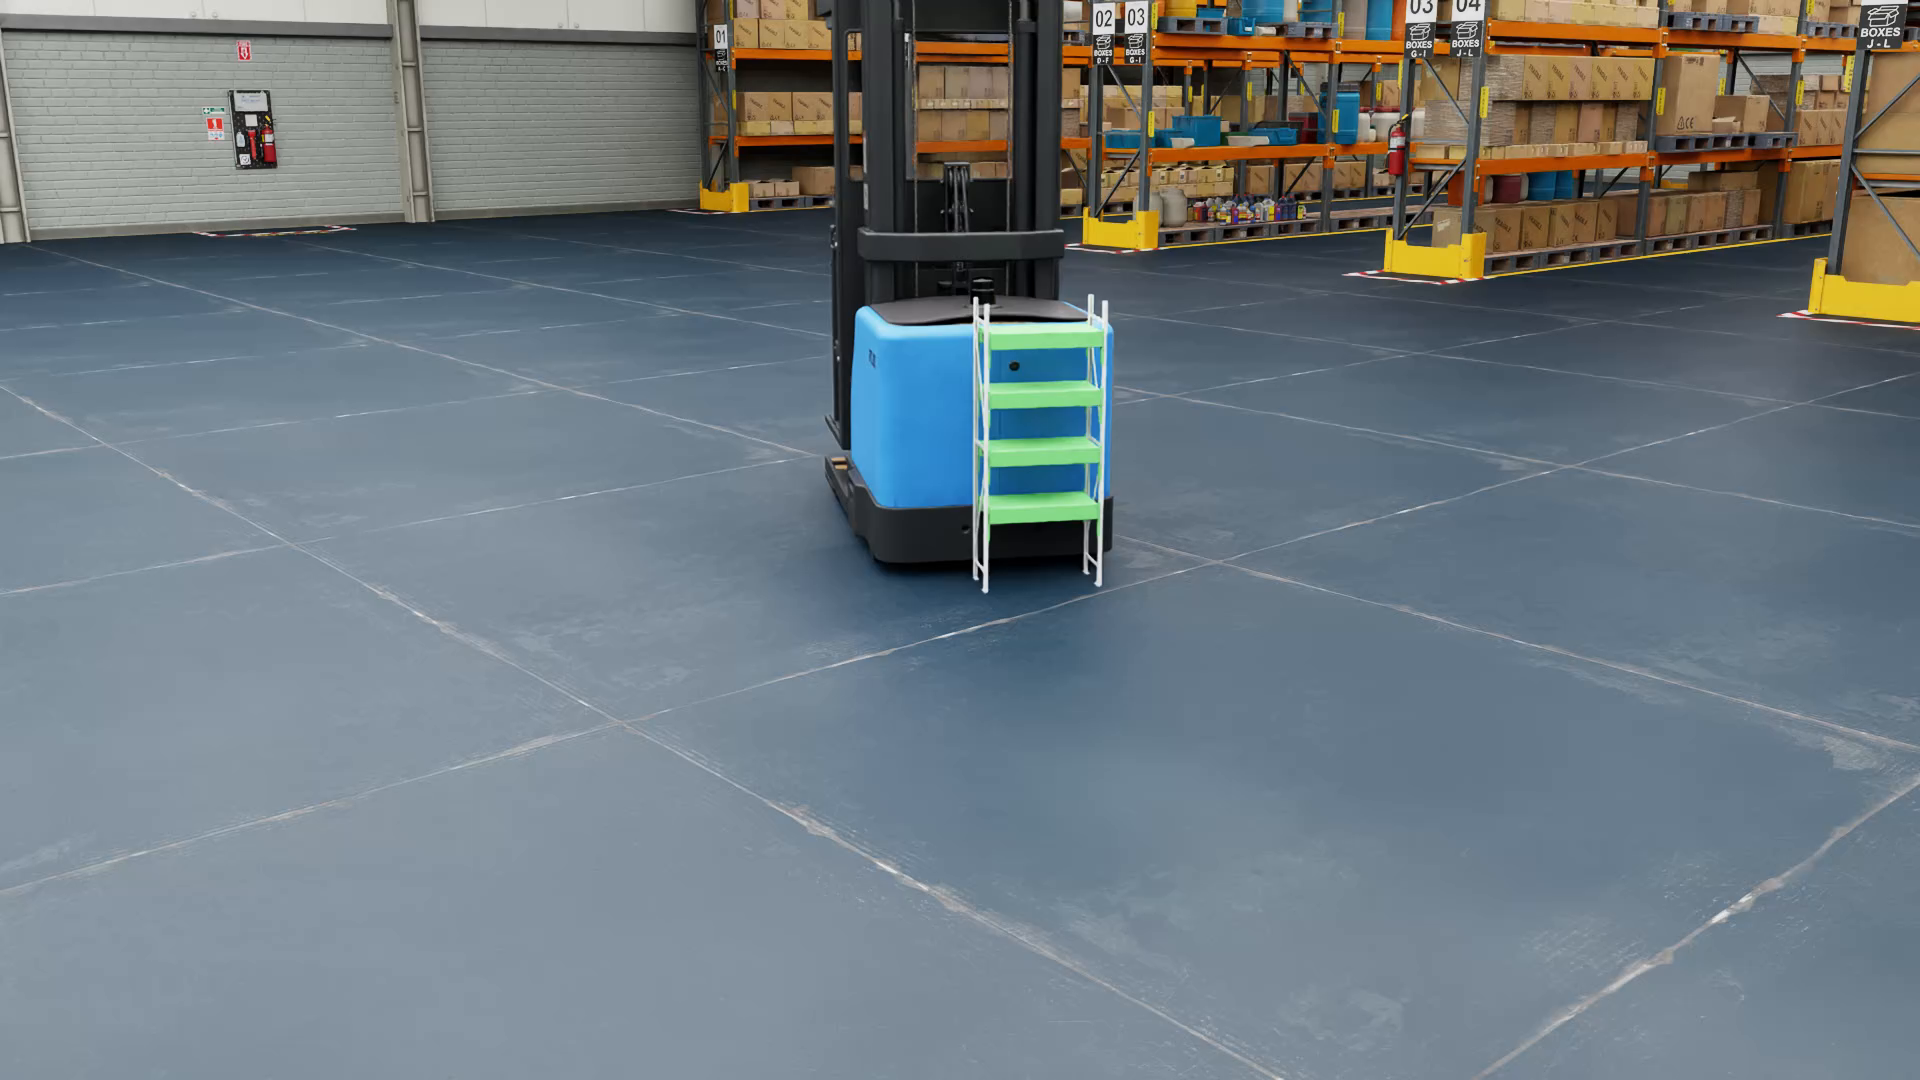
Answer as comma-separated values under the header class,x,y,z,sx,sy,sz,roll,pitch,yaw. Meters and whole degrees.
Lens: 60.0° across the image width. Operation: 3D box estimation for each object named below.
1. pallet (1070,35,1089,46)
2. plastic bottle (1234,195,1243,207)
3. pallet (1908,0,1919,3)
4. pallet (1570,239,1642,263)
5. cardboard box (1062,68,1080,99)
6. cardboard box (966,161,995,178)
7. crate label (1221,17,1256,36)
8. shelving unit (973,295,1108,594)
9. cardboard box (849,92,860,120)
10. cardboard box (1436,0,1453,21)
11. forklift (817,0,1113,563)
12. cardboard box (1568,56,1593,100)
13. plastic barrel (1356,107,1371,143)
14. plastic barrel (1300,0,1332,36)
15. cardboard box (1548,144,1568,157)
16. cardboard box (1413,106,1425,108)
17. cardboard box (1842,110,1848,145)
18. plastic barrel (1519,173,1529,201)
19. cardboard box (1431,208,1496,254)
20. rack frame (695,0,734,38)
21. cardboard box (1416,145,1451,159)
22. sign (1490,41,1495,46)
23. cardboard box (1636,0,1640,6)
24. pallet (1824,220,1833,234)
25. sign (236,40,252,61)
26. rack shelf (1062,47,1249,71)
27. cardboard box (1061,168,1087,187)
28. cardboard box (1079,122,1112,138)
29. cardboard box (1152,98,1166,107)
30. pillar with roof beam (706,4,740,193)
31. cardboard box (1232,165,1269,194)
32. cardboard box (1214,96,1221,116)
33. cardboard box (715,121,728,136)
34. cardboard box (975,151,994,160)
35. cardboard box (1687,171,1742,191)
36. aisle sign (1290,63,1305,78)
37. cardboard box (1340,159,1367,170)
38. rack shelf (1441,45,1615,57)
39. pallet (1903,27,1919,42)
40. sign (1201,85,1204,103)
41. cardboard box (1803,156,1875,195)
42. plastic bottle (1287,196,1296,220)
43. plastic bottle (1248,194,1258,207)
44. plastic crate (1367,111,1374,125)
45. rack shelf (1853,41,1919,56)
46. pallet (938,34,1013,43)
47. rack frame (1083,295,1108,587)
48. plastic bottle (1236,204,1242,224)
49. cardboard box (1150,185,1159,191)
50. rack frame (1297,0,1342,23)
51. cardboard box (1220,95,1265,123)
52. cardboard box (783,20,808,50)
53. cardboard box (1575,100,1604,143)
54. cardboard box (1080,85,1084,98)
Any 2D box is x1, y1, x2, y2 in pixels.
class,x,y,z,sx,sy,sz,roll,pitch,yaw
pallet,2.604,-8.641,28.843,1.217,0.209,0.805,-14,20,-42
plastic bottle,4.172,-5.012,24.980,0.185,0.351,0.144,-14,20,-42
pallet,9.162,-5.076,15.301,1.213,0.211,1.003,-13,19,-39
pallet,7.964,-3.735,21.323,1.213,0.211,1.003,-13,19,-39
cardboard box,1.617,-7.730,28.171,0.500,0.500,0.700,-13,19,-39
cardboard box,0.225,-5.911,27.127,0.500,0.500,0.500,-13,19,-39
crate label,3.807,-7.119,23.066,0.408,0.251,0.502,-13,19,-39
shelving unit,0.326,-0.400,6.921,0.503,1.200,0.258,-3,15,-11
cardboard box,-2.221,-8.086,31.008,0.500,0.500,0.500,-13,20,-41
cardboard box,5.627,-6.033,19.001,0.500,0.250,0.500,-12,19,-38
forklift,-0.103,-1.651,8.251,1.130,2.935,3.031,-3,15,-10
cardboard box,7.155,-5.494,19.799,0.500,0.500,0.500,-13,19,-39
plastic barrel,6.062,-6.352,25.454,0.433,0.535,0.433,0,15,0
plastic barrel,5.437,-7.987,25.053,0.708,0.901,0.600,-13,19,-39
cardboard box,6.997,-4.641,19.798,0.250,0.149,0.380,-13,19,-39
cardboard box,9.309,-8.740,34.465,0.500,0.500,0.500,-13,20,-40
cardboard box,13.160,-6.217,25.020,0.500,0.500,0.500,-13,19,-39
plastic barrel,9.791,-6.236,29.290,0.421,0.512,0.421,0,15,0
cardboard box,5.912,-3.623,19.530,0.500,0.500,0.500,-9,17,-29
rack frame,-4.325,-10.316,28.934,0.127,3.000,1.000,-13,19,-39
cardboard box,5.509,-4.492,19.241,0.250,0.149,0.380,-13,19,-39
sign,8.580,-8.137,26.791,0.005,0.325,0.100,-13,19,-39
cardboard box,8.130,-6.633,20.476,0.250,0.149,0.380,-12,19,-39
pallet,13.029,-4.857,25.526,1.213,0.211,1.003,-13,19,-39
sign,-10.852,-7.415,25.206,0.199,0.298,0.001,-13,19,-39
rack shelf,3.456,-8.572,29.611,4.000,0.370,1.077,-13,19,-39
cardboard box,2.065,-6.402,29.331,0.500,0.311,0.500,-13,19,-39
cardboard box,2.290,-7.151,29.000,0.500,0.250,0.500,-11,19,-36
cardboard box,4.167,-9.437,36.458,0.500,0.500,0.500,-12,19,-39
pillar with roof beam,-1.539,-9.765,26.871,0.400,9.000,9.100,-13,19,-39
cardboard box,5.496,-6.836,31.520,0.500,0.500,0.500,-12,19,-37
cardboard box,5.702,-9.807,38.071,0.700,0.700,0.980,-13,20,-41
cardboard box,-4.099,-7.472,30.163,0.500,0.250,0.500,-12,19,-39
cardboard box,0.345,-7.836,33.811,0.500,0.250,0.500,-13,20,-40
cardboard box,10.586,-5.036,23.330,0.500,0.250,0.500,-10,18,-33
aisle sign,7.997,-11.338,39.347,0.004,0.787,0.394,-13,19,-39
cardboard box,8.226,-7.644,34.545,0.500,0.500,0.500,-13,19,-39
rack shelf,9.722,-8.285,28.535,4.000,0.370,1.077,-13,19,-39
pallet,15.107,-8.101,26.624,1.213,0.211,1.003,-13,19,-39
sign,4.602,-8.435,31.424,0.005,0.325,0.100,-13,19,-39
cardboard box,13.339,-5.470,25.721,0.875,0.875,1.225,-14,20,-41
plastic bottle,4.899,-4.934,24.691,0.185,0.351,0.144,-13,20,-41
plastic bottle,4.409,-5.016,24.995,0.185,0.351,0.144,-13,19,-39
plastic crate,6.794,-6.661,26.751,0.583,0.464,0.402,-13,19,-39
rack shelf,15.991,-7.998,27.462,4.000,0.370,1.077,-13,19,-39
pallet,0.401,-8.183,26.932,1.213,0.211,1.003,-13,19,-39
rack frame,0.566,-0.412,6.966,0.015,1.200,0.240,-3,15,-11
plastic bottle,4.009,-4.688,23.923,0.097,0.271,0.097,0,15,0
cardboard box,3.190,-6.201,29.667,0.500,0.250,0.500,-13,20,-41
rack frame,5.196,-9.065,24.250,0.127,3.000,1.000,-13,19,-39
cardboard box,5.366,-8.189,31.588,0.700,0.500,0.500,8,17,28
cardboard box,-3.091,-9.106,29.982,0.500,0.500,0.500,-12,19,-37
cardboard box,7.356,-5.148,20.441,0.500,0.500,0.875,-13,19,-39
cardboard box,2.244,-9.369,34.750,0.500,0.250,0.500,-12,19,-38
